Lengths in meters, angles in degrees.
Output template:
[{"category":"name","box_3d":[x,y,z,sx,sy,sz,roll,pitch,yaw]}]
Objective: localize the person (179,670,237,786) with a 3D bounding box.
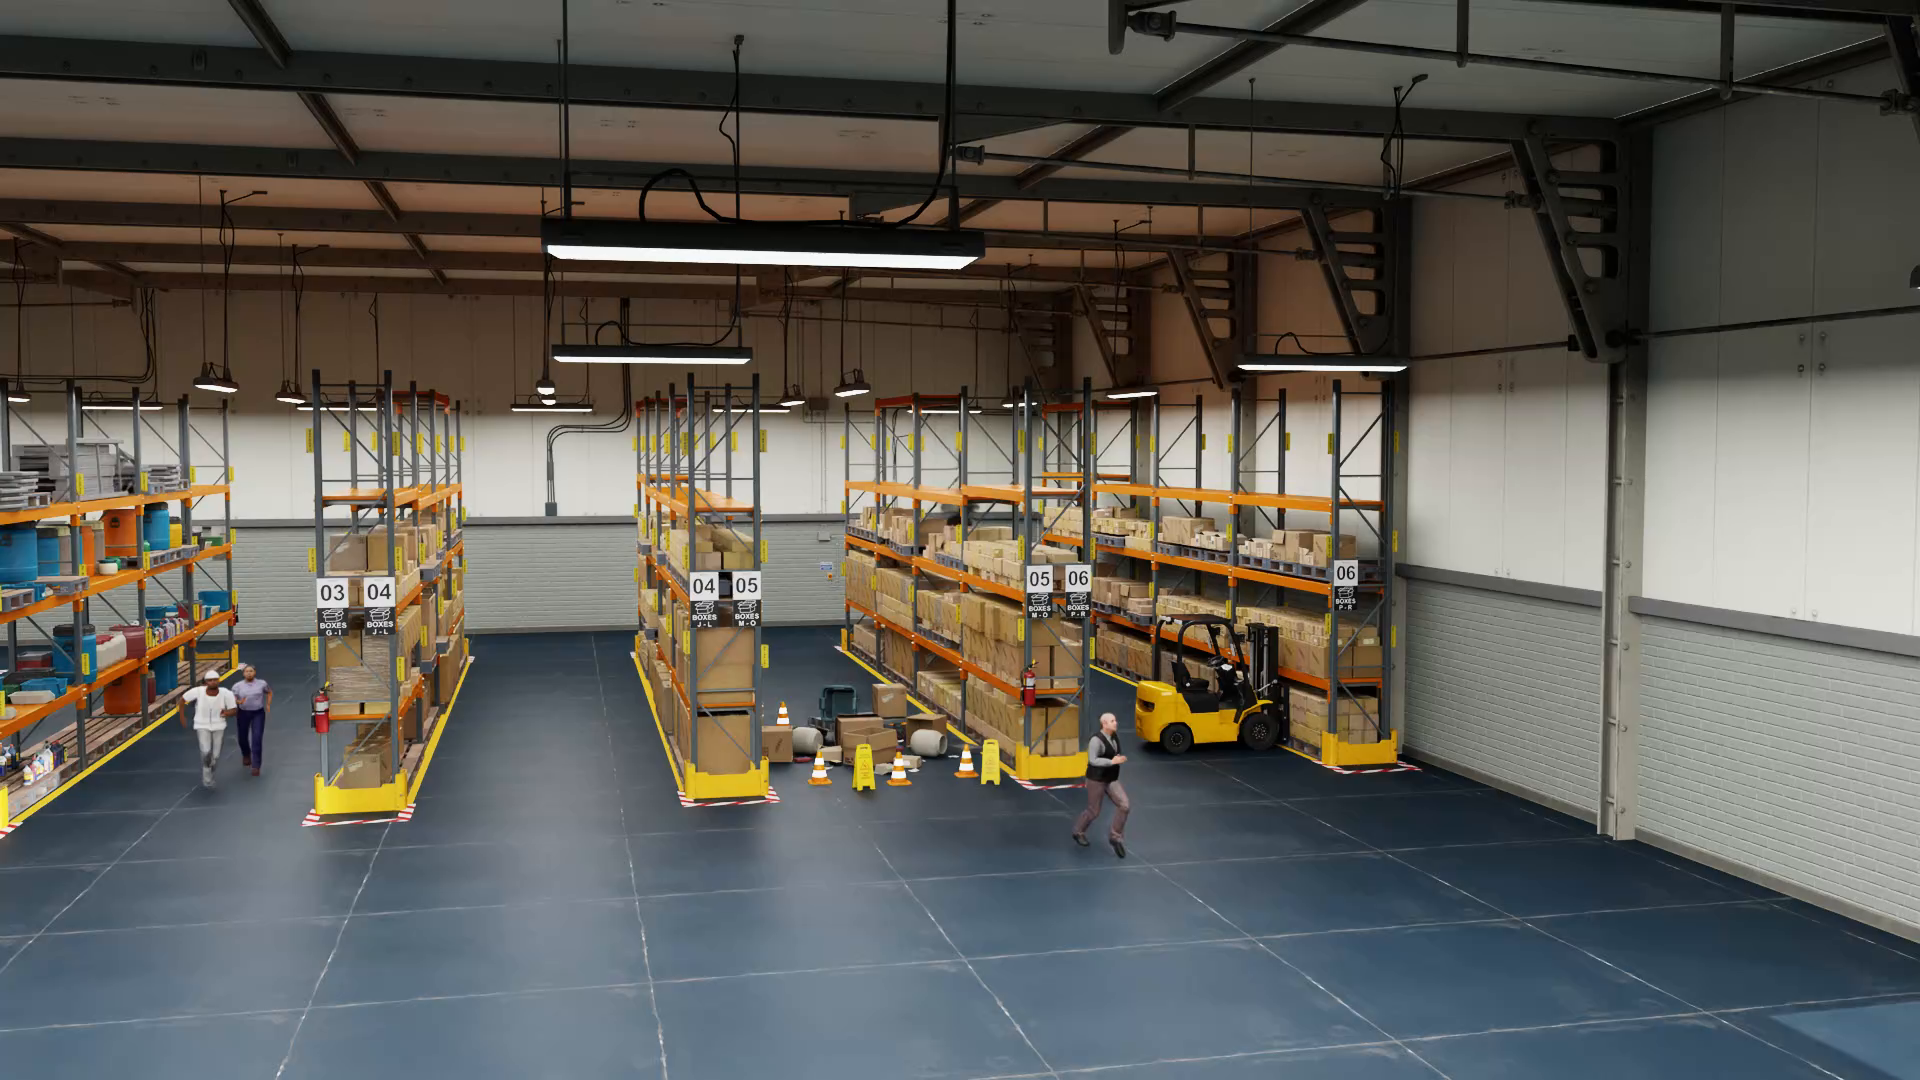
[{"category":"person","box_3d":[-10.872,2.736,24.084,0.744,1.707,0.745,-2,4,-30]}]

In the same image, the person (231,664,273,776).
[{"category":"person","box_3d":[-10.779,2.748,25.283,0.607,1.543,0.941,-1,3,-19]}]

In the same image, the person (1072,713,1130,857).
[{"category":"person","box_3d":[1.722,2.977,20.339,0.850,1.761,0.678,3,4,41]}]
